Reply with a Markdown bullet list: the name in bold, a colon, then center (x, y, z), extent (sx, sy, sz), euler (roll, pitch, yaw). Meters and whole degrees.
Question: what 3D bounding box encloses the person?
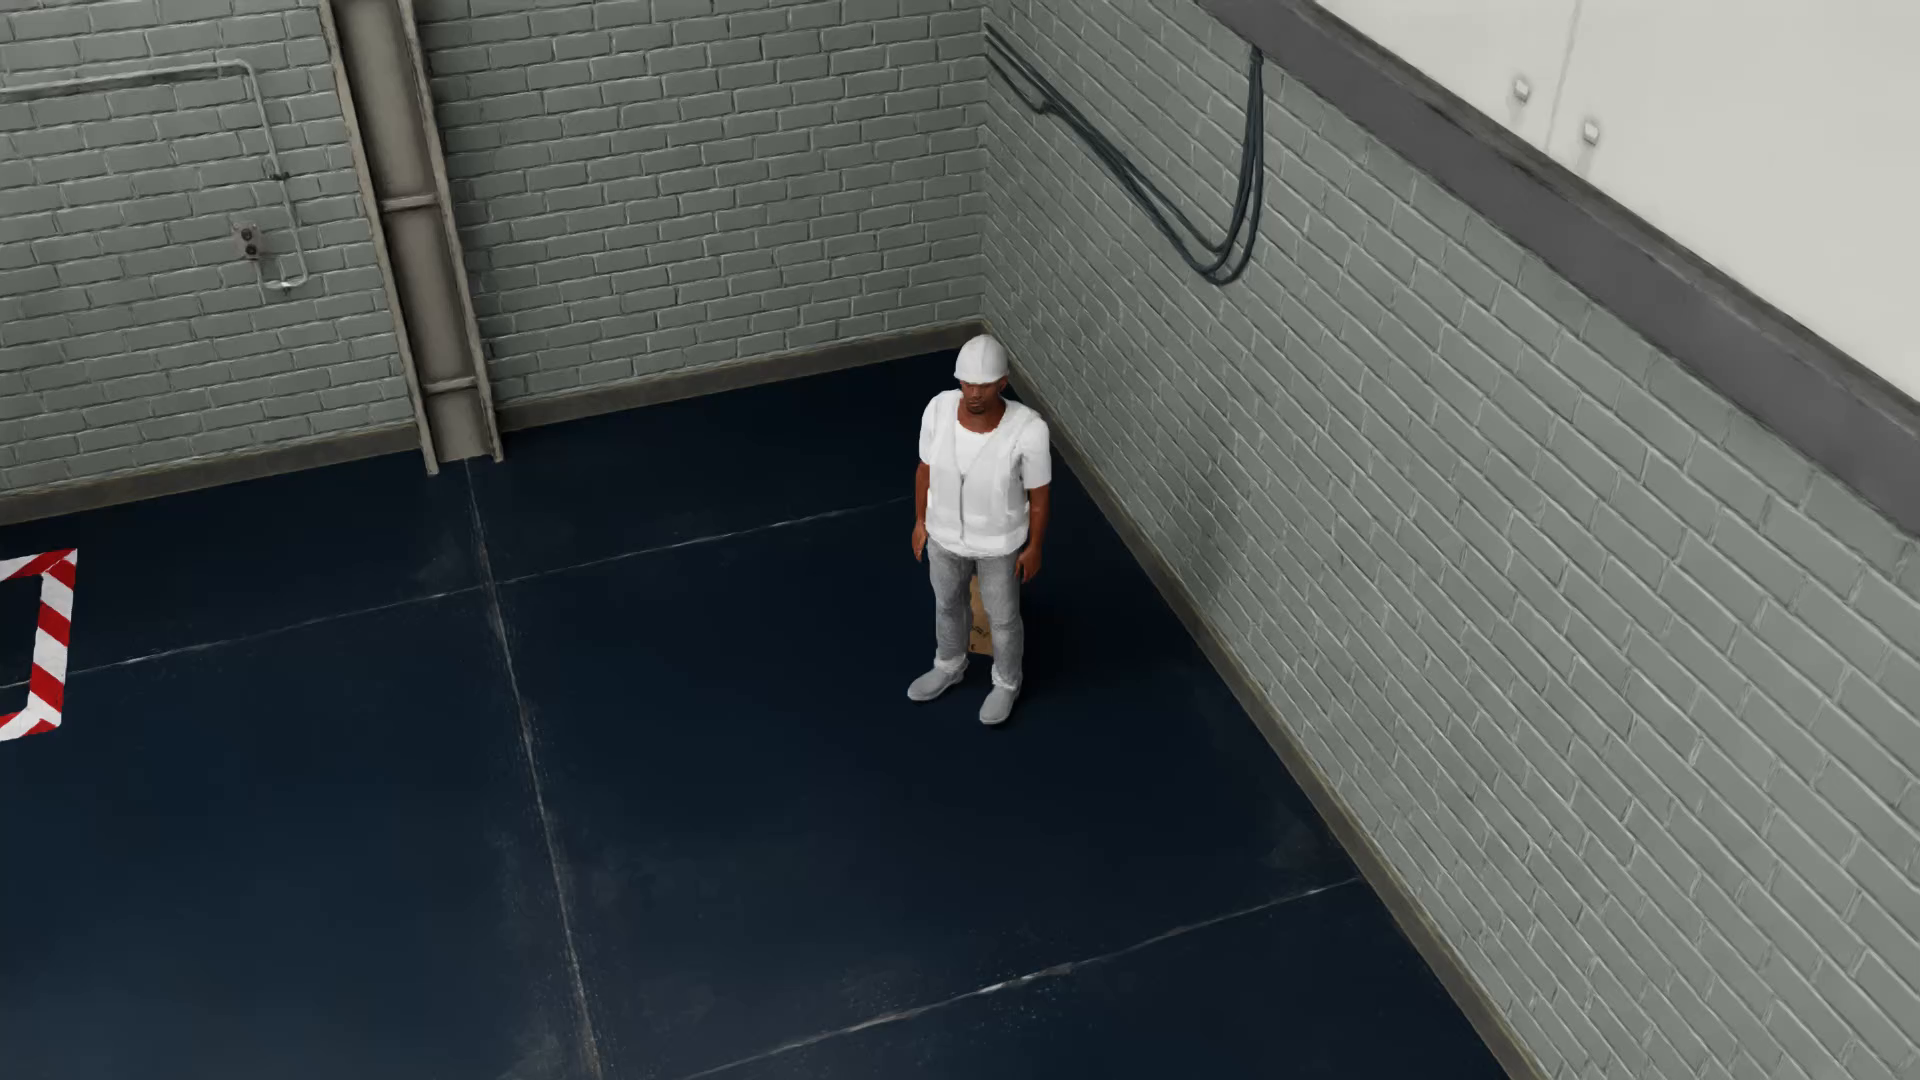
- **person**: center (0.069, -0.022, 6.764), extent (0.573, 1.770, 0.376), euler (15, 40, 18)
